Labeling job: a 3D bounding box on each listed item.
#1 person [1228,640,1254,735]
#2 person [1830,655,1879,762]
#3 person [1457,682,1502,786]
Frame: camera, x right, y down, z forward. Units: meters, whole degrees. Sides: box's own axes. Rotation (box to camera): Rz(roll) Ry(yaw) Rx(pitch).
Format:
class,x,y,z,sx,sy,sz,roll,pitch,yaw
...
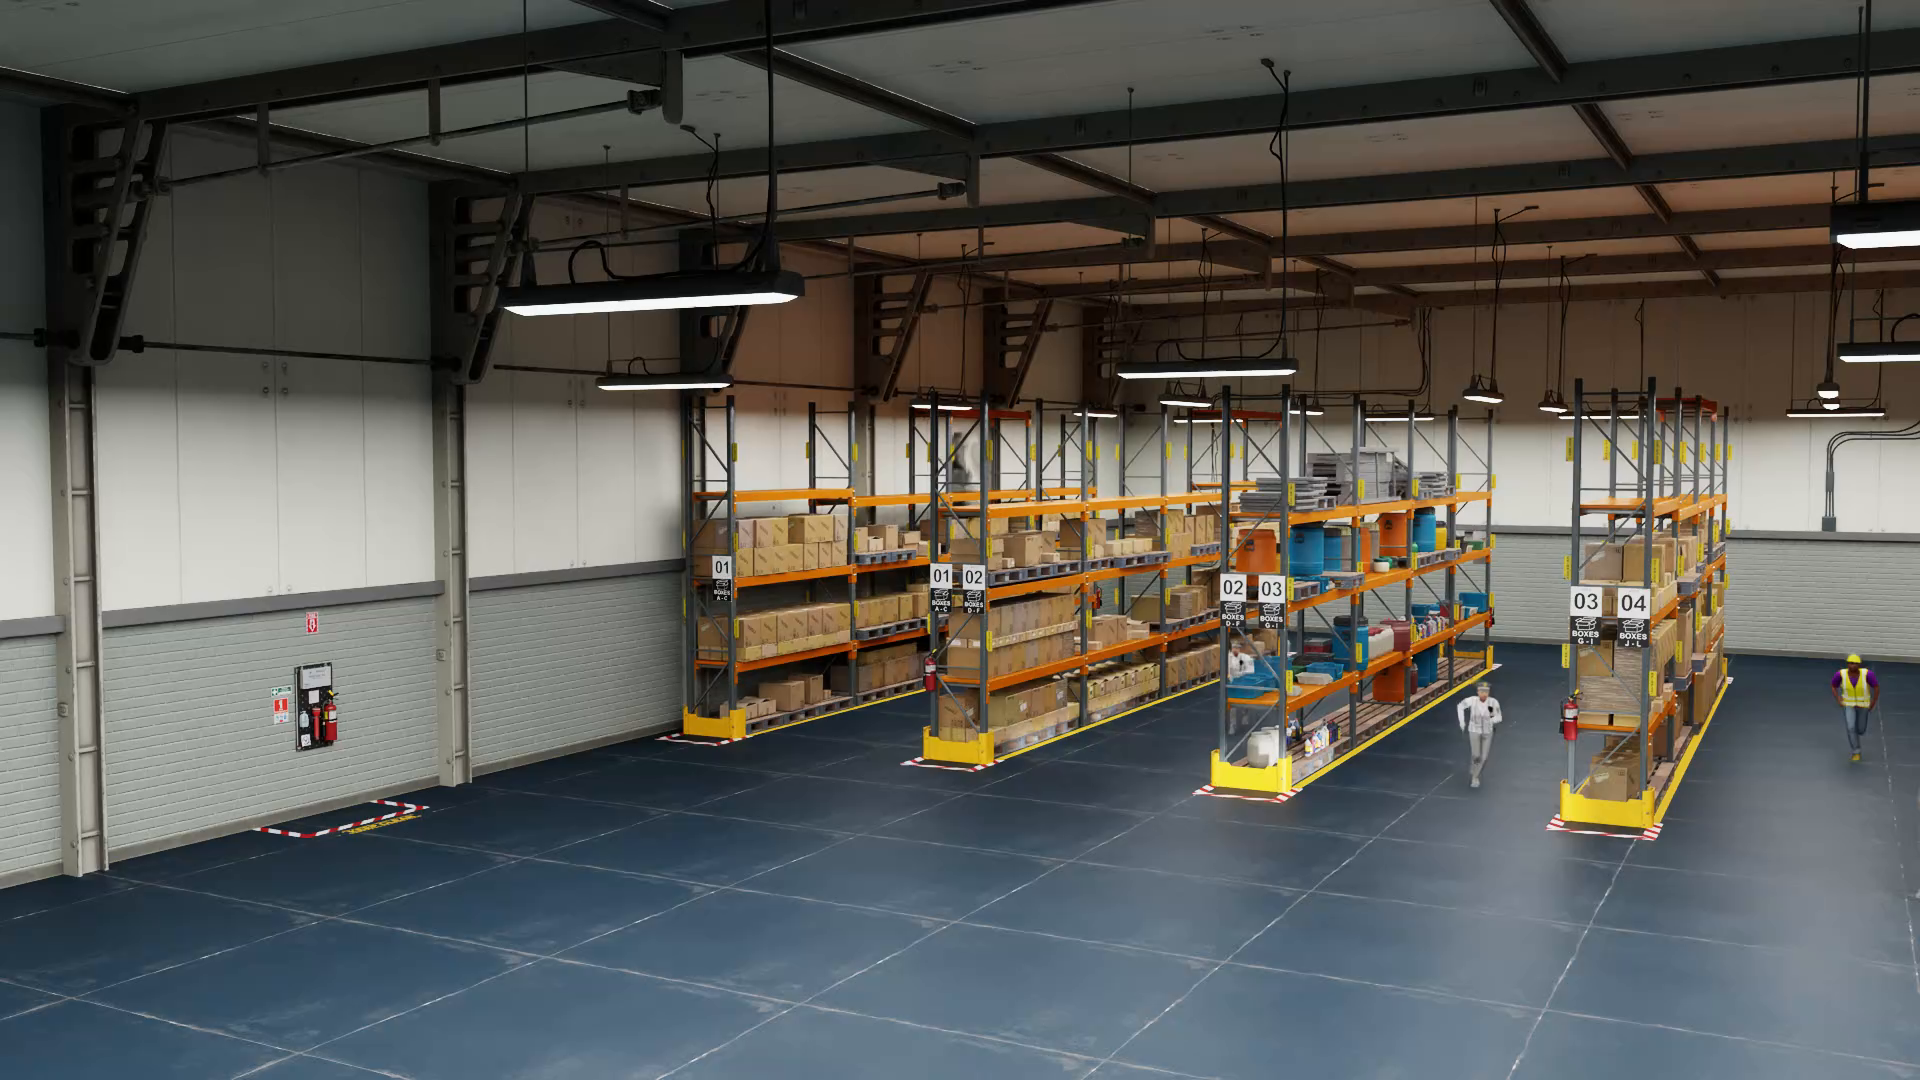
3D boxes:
class,x,y,z,sx,sy,sz,roll,pitch,yaw
person,5.026,2.611,29.837,0.614,1.695,0.986,1,3,22
person,14.666,2.728,27.280,0.709,1.745,0.891,1,3,23
person,7.754,2.898,24.781,0.601,1.608,0.681,0,3,6
